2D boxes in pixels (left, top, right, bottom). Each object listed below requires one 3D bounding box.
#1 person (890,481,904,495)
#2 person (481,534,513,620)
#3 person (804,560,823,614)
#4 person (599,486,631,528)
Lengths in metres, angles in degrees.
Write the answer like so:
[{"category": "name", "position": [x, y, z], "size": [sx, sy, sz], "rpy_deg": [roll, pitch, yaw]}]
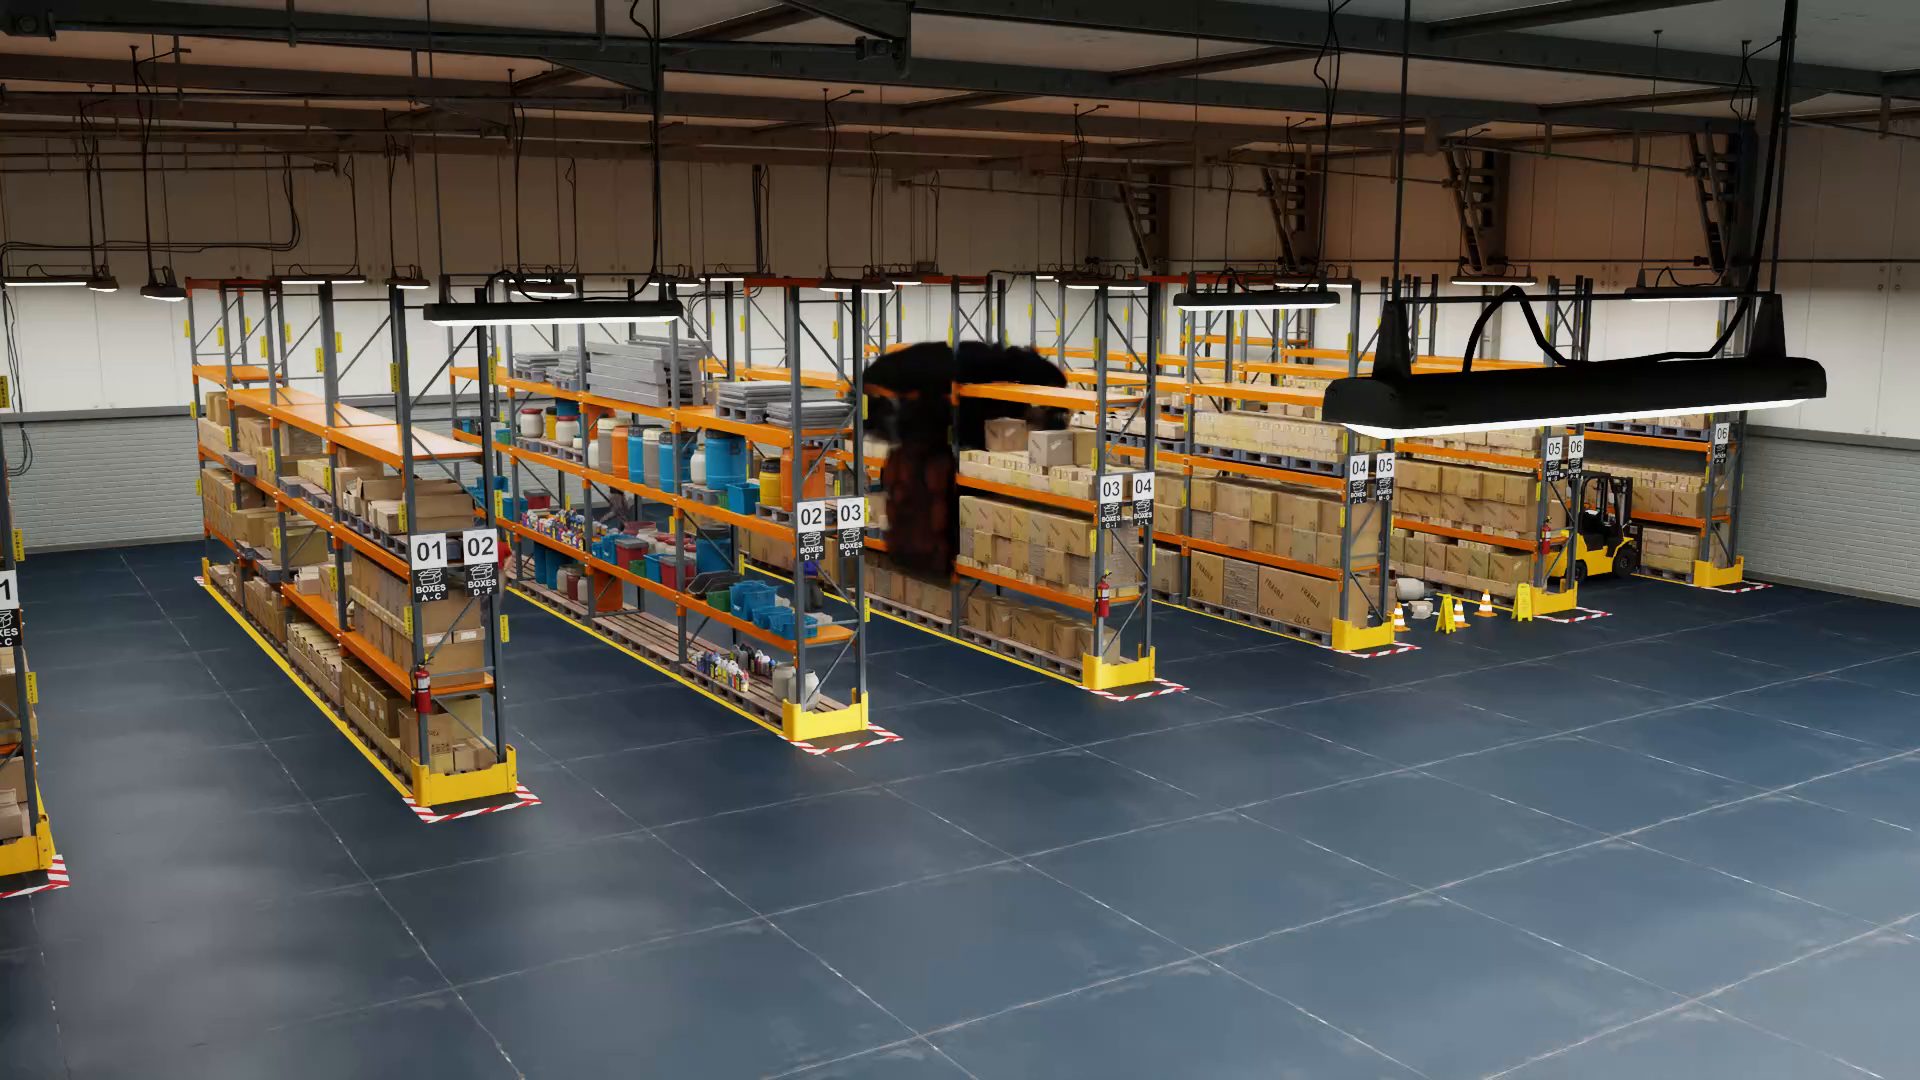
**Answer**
[{"category": "person", "position": [-1.631, -1.579, 42.214], "size": [0.678, 1.736, 0.710], "rpy_deg": [-8, 13, -41]}, {"category": "person", "position": [-8.156, 0.638, 29.170], "size": [0.649, 1.697, 0.629], "rpy_deg": [-4, 11, -25]}, {"category": "person", "position": [-2.546, 0.810, 28.536], "size": [0.562, 1.581, 0.676], "rpy_deg": [-7, 12, -37]}, {"category": "person", "position": [-8.197, -1.062, 39.405], "size": [0.786, 1.720, 0.713], "rpy_deg": [-3, 10, -15]}]
